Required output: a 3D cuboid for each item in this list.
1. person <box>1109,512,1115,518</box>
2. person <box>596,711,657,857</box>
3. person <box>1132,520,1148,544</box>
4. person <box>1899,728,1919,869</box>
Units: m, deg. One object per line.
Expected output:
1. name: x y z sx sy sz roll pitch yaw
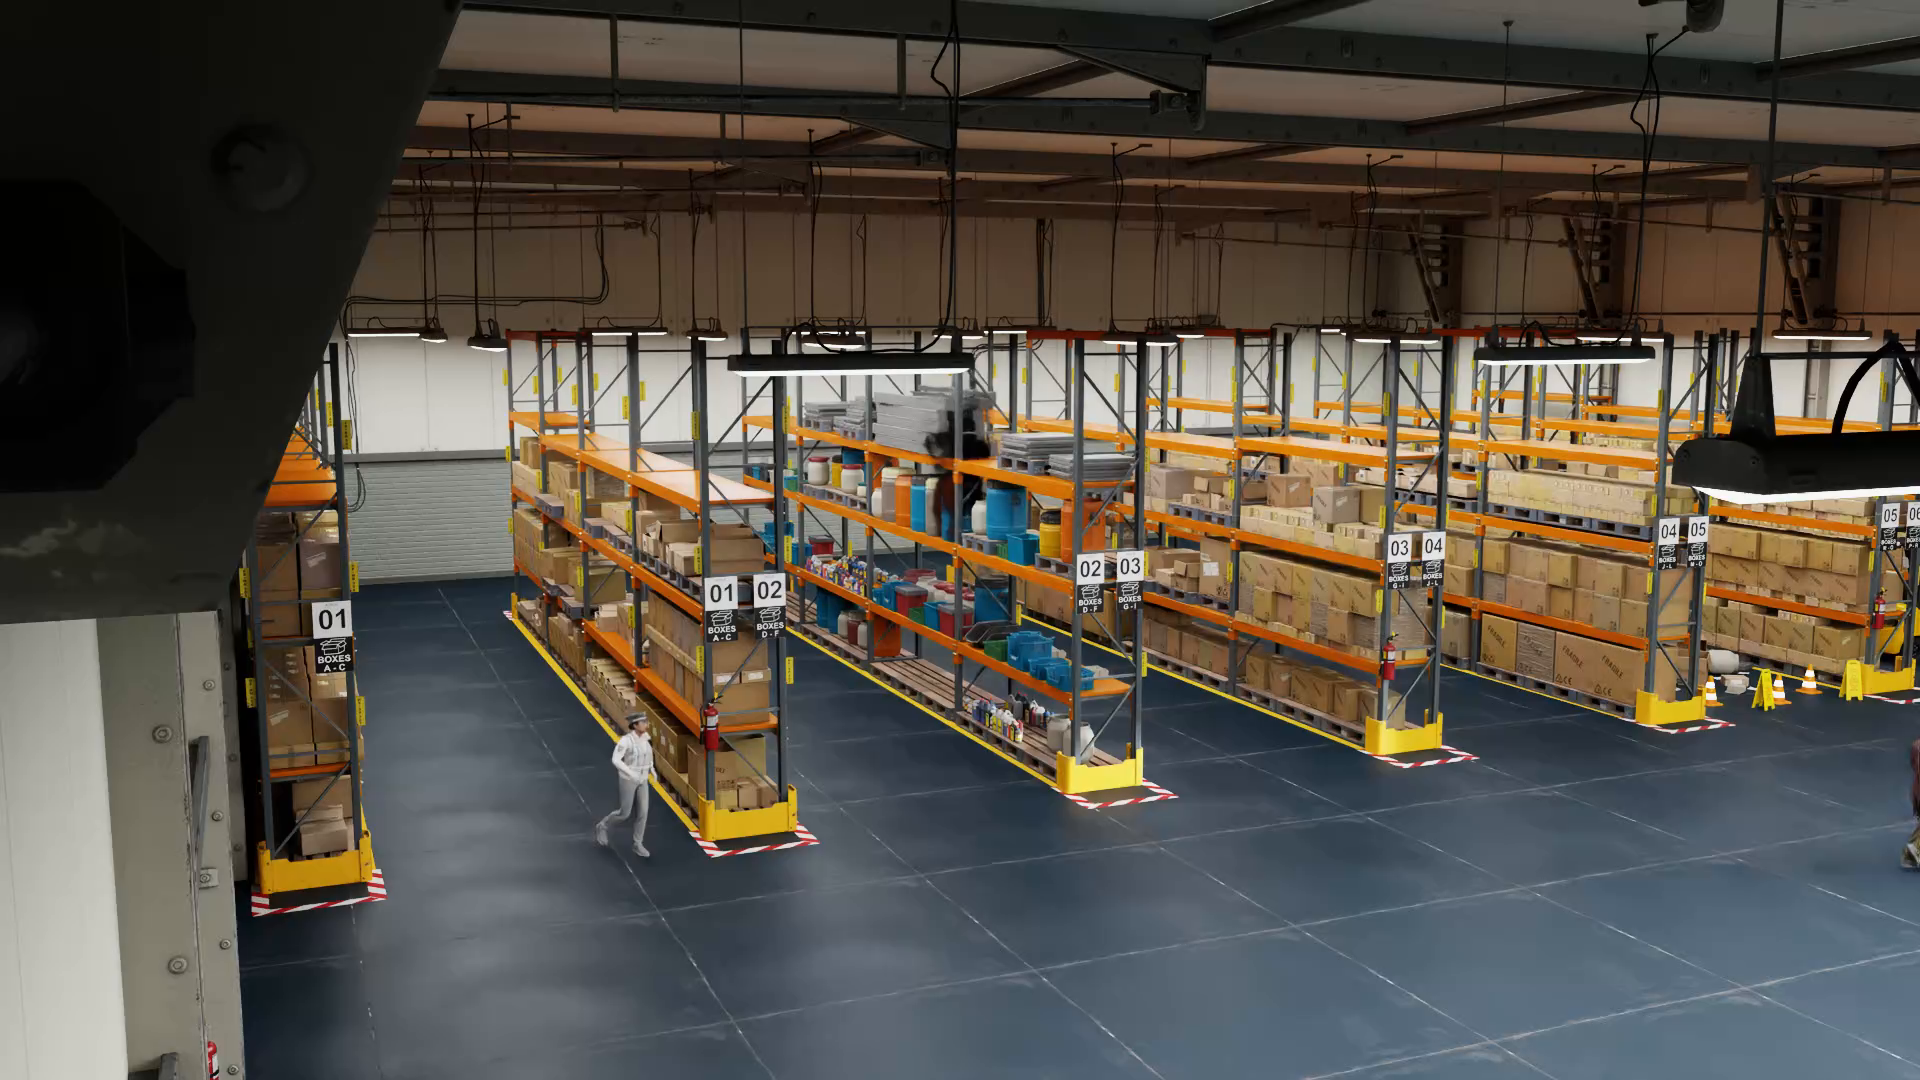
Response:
1. person: 3.551 0.202 39.020 0.580 1.706 0.742 0 8 -1
2. person: -3.858 2.840 19.727 0.788 1.667 0.687 6 10 36
3. person: 4.014 0.325 38.092 0.577 1.666 0.831 -2 8 -16
4. person: 11.085 2.904 18.881 0.642 1.745 0.695 1 8 6
